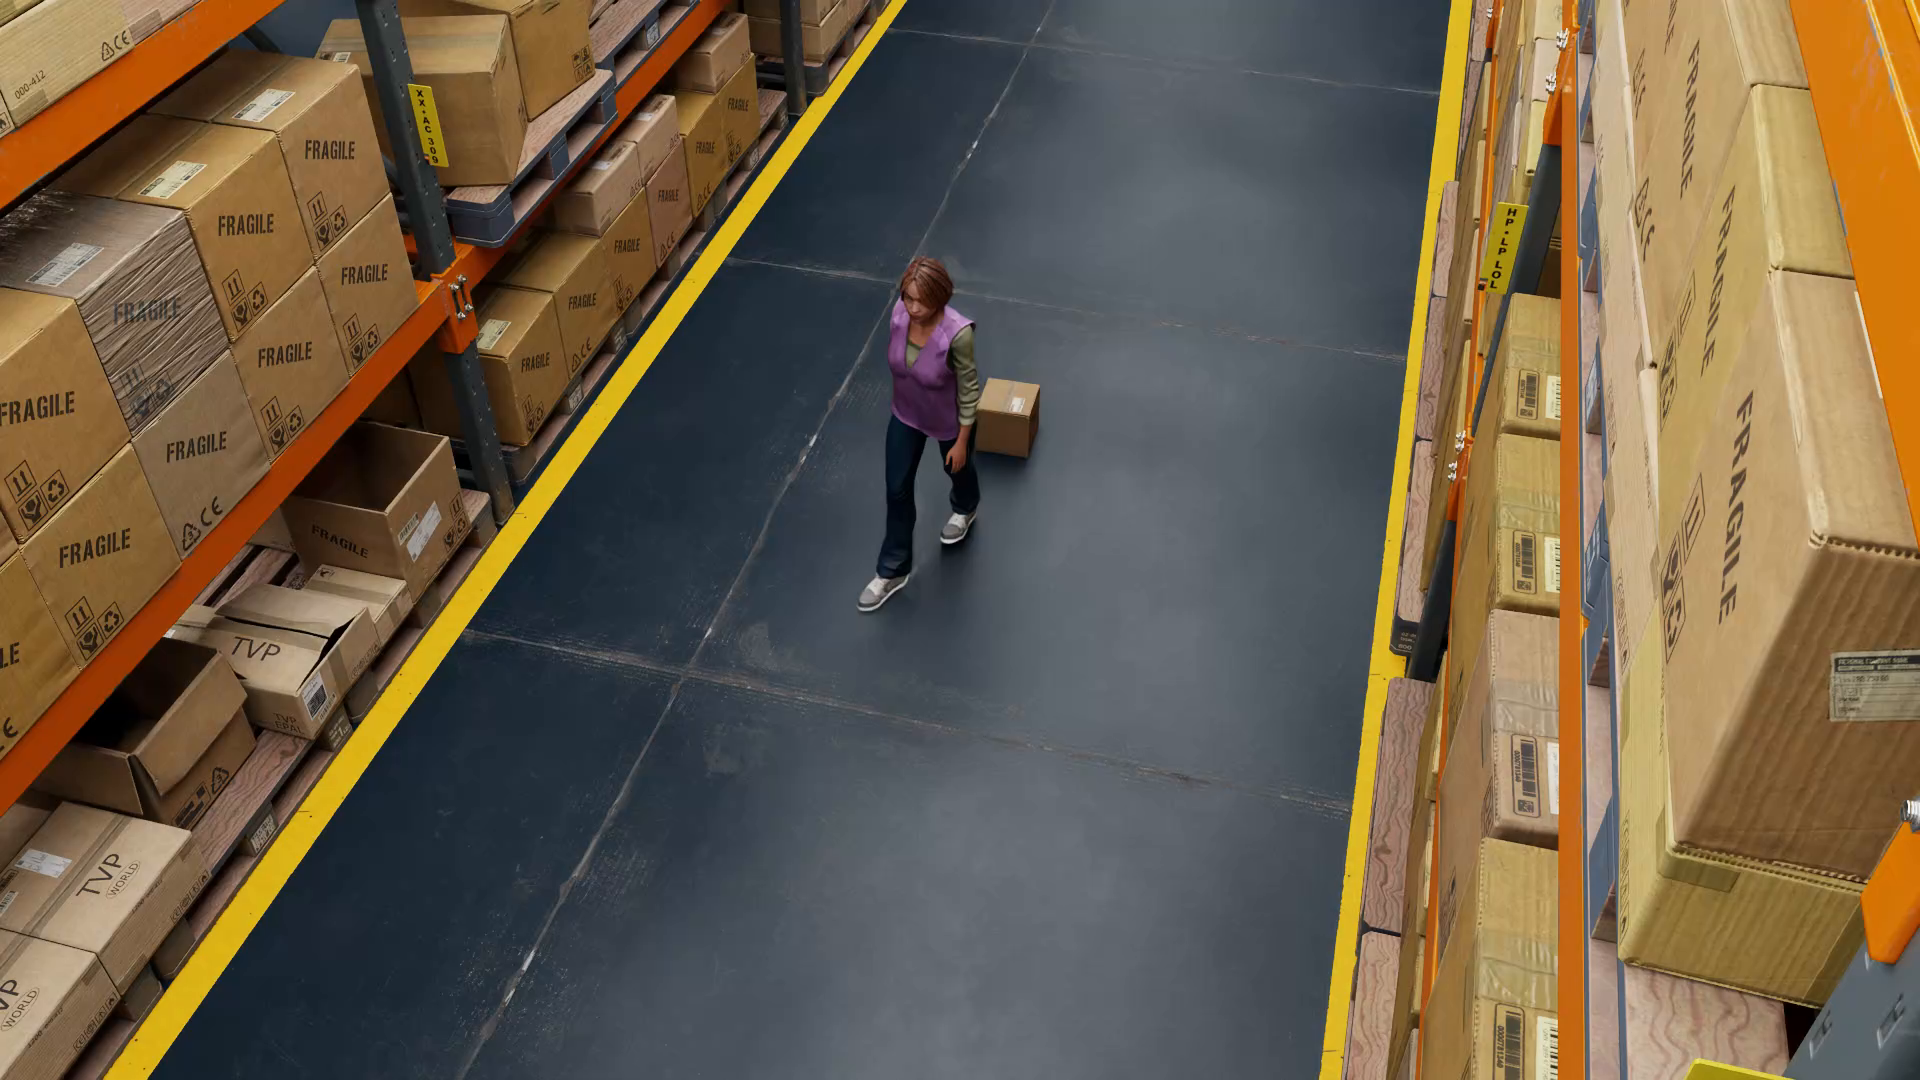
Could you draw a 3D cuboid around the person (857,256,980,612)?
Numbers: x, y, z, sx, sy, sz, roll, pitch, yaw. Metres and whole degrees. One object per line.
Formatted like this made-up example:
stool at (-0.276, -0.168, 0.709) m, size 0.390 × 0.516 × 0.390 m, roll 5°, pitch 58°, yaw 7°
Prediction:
person at (-0.108, -0.475, 6.702) m, size 0.444 × 1.577 × 0.786 m, roll 18°, pitch 45°, yaw 19°
